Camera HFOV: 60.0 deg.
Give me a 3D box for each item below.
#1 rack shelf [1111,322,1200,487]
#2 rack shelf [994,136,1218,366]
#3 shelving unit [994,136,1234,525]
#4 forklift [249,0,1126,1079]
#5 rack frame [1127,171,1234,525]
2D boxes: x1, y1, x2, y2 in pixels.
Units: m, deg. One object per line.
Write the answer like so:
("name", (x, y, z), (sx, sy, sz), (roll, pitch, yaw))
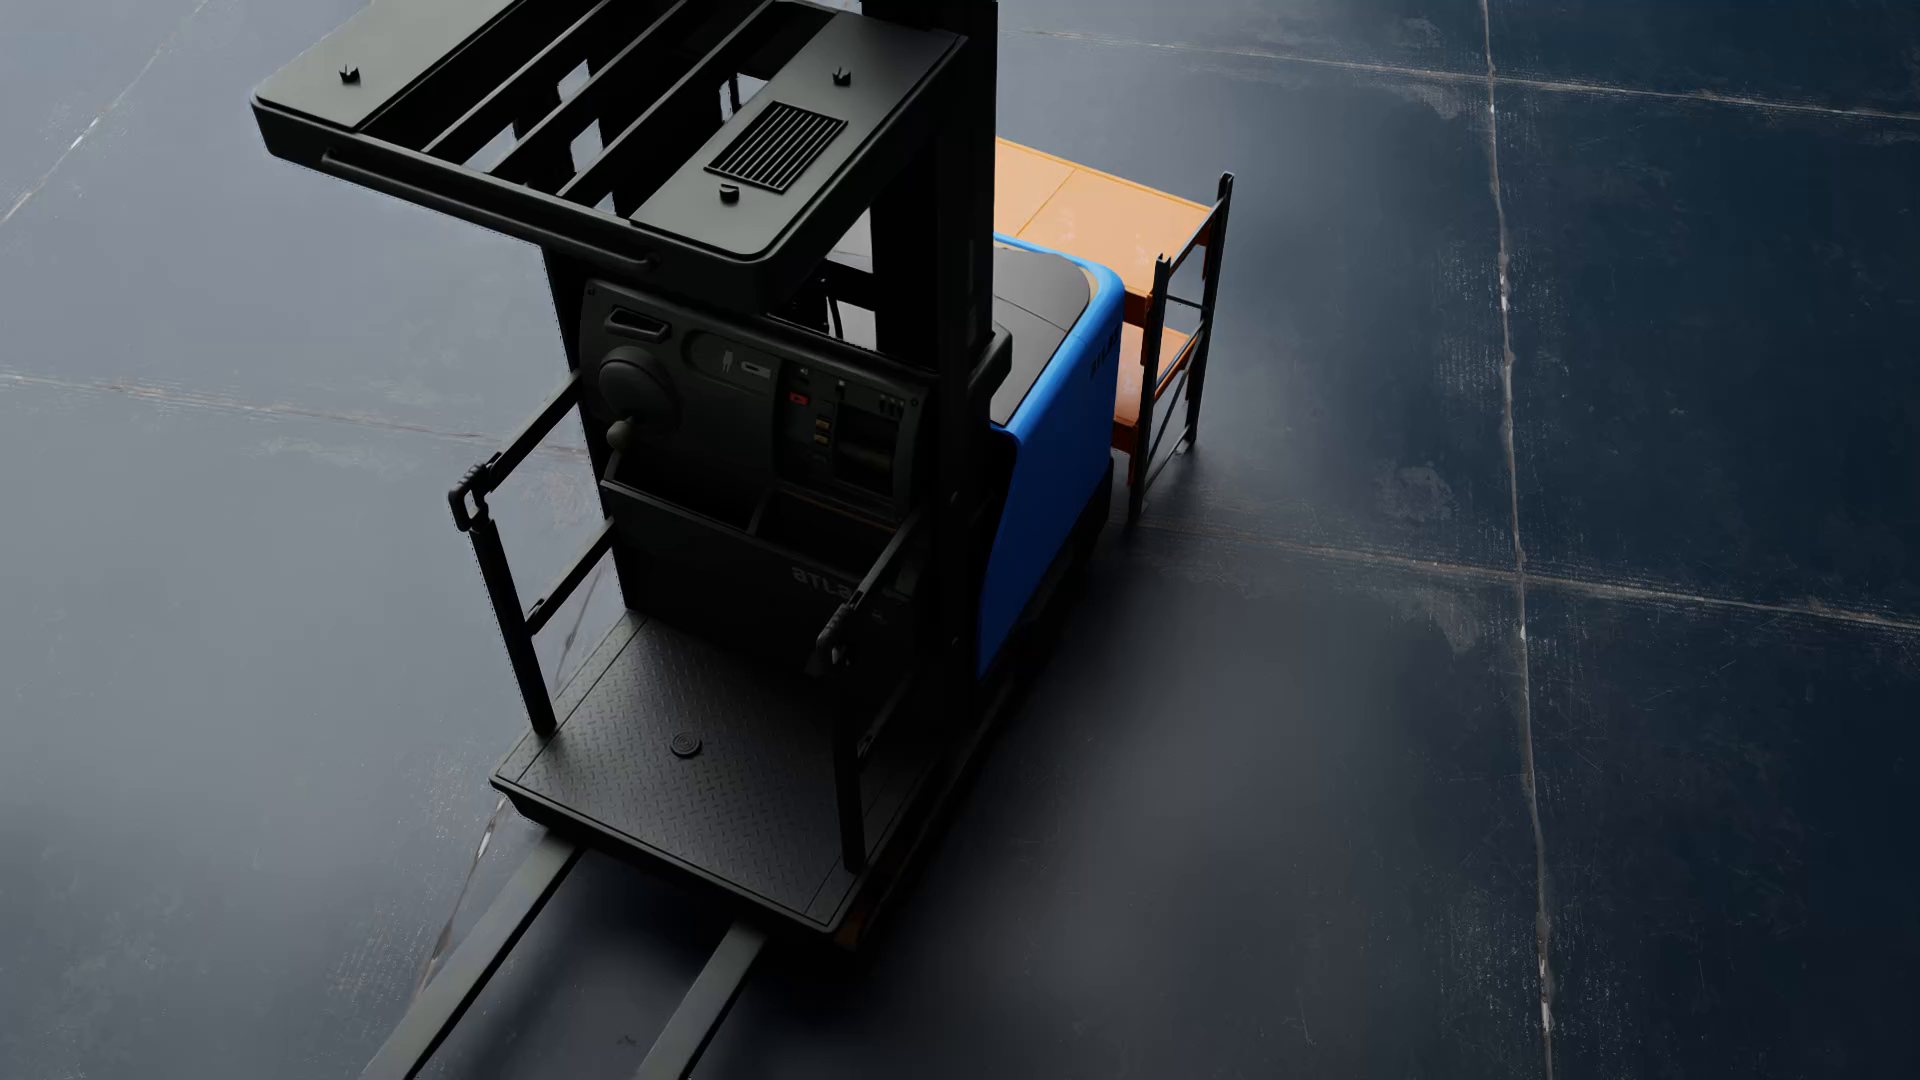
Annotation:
("rack shelf", (0.266, -0.619, 5.742), (1.000, 0.278, 0.538), (23, 52, 19))
("rack shelf", (0.266, -0.978, 5.343), (1.000, 0.278, 0.538), (23, 52, 19))
("shelving unit", (0.266, -0.783, 5.561), (1.048, 1.125, 0.538), (23, 52, 19))
("forklift", (-0.603, -0.230, 3.849), (1.130, 2.935, 3.031), (20, 51, 17))
("rack frame", (0.706, -0.594, 5.391), (0.032, 1.125, 0.500), (23, 52, 19))
